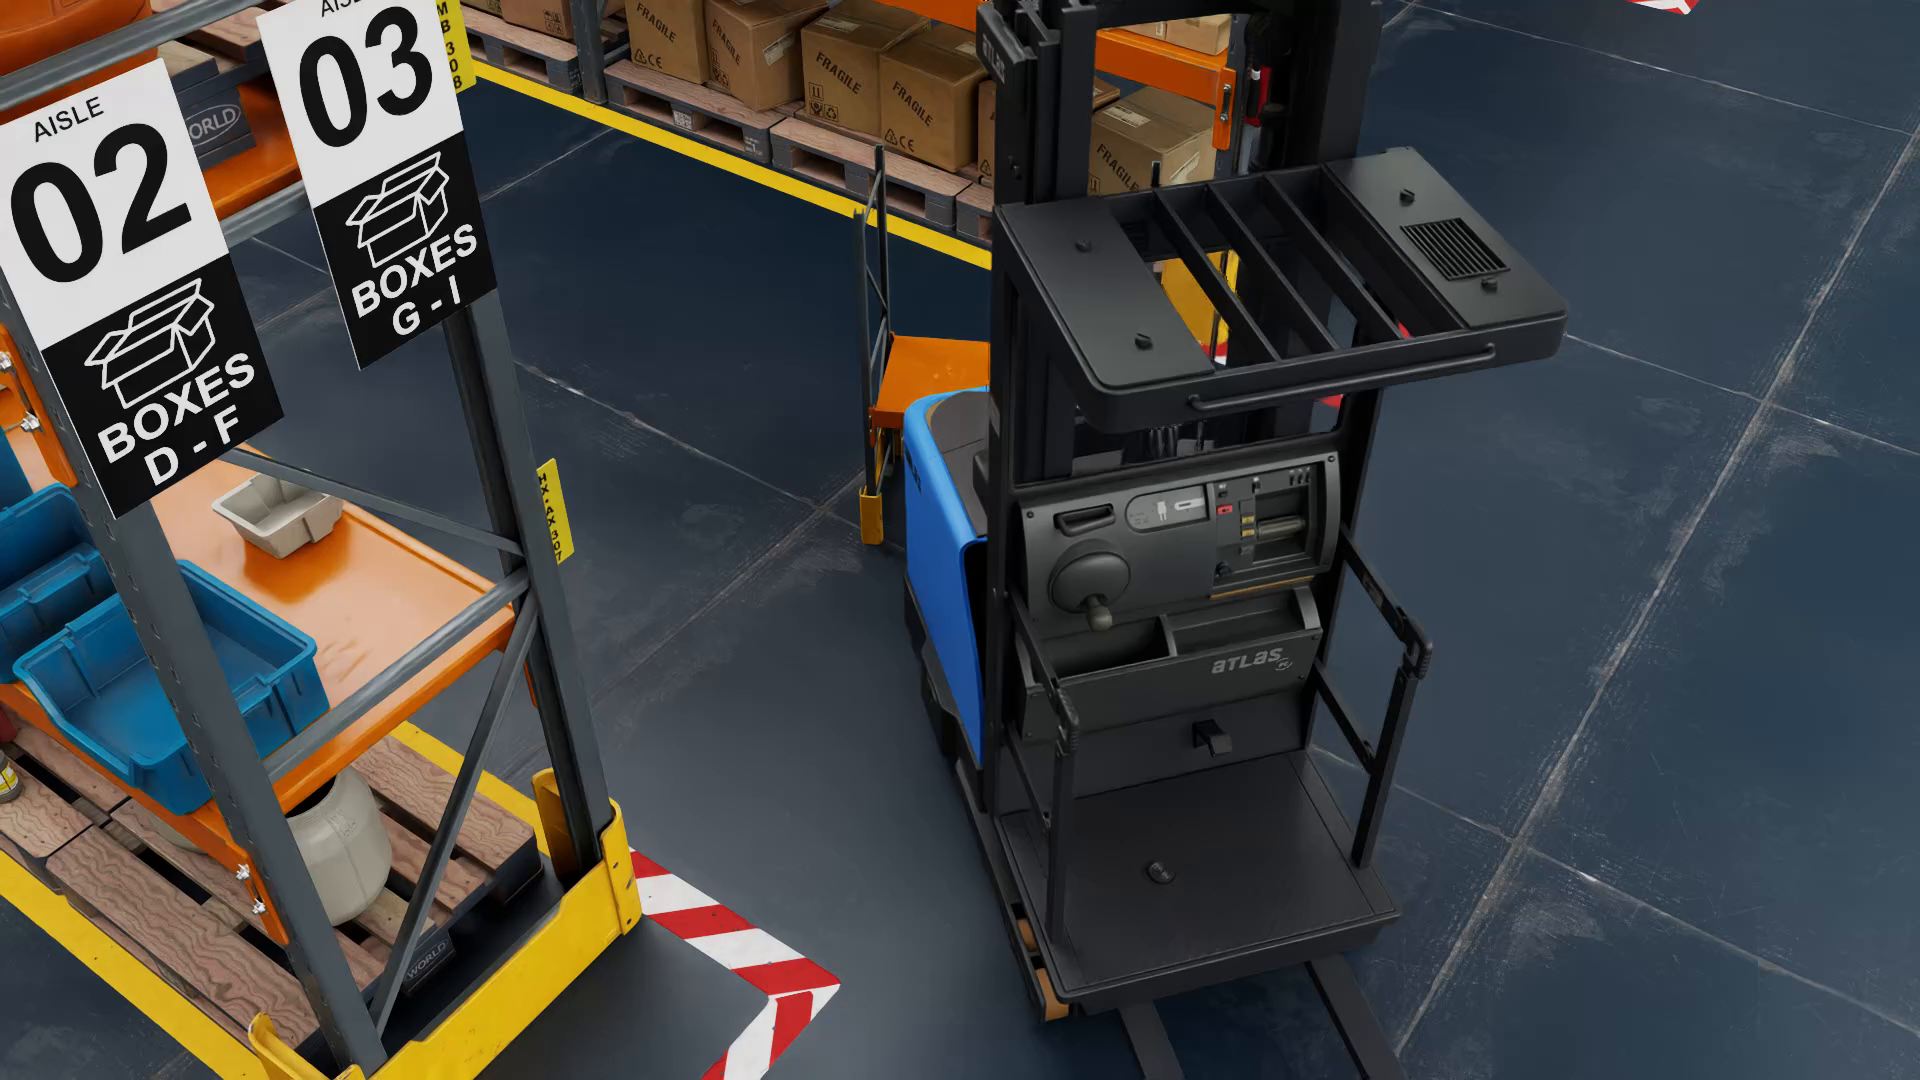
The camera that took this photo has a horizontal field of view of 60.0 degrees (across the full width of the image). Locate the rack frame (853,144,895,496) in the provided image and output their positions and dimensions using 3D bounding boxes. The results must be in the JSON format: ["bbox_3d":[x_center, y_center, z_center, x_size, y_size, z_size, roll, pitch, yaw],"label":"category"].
[{"bbox_3d":[-0.325,-0.736,6.448,0.032,1.500,0.500,5,42,5],"label":"rack frame"}]

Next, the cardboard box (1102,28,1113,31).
[{"bbox_3d":[0.660,-2.432,7.406,0.250,0.149,0.380,25,48,25],"label":"cardboard box"}]

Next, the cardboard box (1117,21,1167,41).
[{"bbox_3d":[0.894,-2.364,7.331,0.250,0.149,0.380,25,48,25],"label":"cardboard box"}]

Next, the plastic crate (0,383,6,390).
[{"bbox_3d":[-3.194,-0.611,5.381,0.437,0.136,0.530,25,48,25],"label":"plastic crate"}]

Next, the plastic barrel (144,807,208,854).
[{"bbox_3d":[-2.387,0.707,5.261,0.421,0.512,0.421,0,42,0],"label":"plastic barrel"}]

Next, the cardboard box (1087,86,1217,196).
[{"bbox_3d":[0.949,-1.838,8.115,0.500,0.500,0.500,-33,51,-31],"label":"cardboard box"}]

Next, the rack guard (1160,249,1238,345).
[{"bbox_3d":[1.388,-1.463,8.010,0.348,0.500,1.175,25,48,25],"label":"rack guard"}]

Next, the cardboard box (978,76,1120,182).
[{"bbox_3d":[0.440,-2.049,8.350,0.500,0.500,0.500,-29,49,-28],"label":"cardboard box"}]

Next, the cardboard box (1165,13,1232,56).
[{"bbox_3d":[1.098,-2.268,7.224,0.250,0.149,0.380,25,48,25],"label":"cardboard box"}]

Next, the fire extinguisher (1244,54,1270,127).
[{"bbox_3d":[1.279,-2.041,6.839,0.183,0.674,0.296,25,48,25],"label":"fire extinguisher"}]

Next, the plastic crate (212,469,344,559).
[{"bbox_3d":[-1.942,-0.081,4.789,0.250,0.136,0.298,25,48,25],"label":"plastic crate"}]

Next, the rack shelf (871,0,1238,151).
[{"bbox_3d":[-0.187,-2.863,8.239,4.000,0.370,1.077,25,48,25],"label":"rack shelf"}]

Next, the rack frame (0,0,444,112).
[{"bbox_3d":[-1.394,-1.897,2.121,0.127,3.000,1.000,25,48,25],"label":"rack frame"}]

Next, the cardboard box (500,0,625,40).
[{"bbox_3d":[-2.315,-3.376,9.818,0.500,0.500,0.700,22,46,22],"label":"cardboard box"}]

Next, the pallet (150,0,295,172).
[{"bbox_3d":[-2.015,-1.079,3.598,1.213,0.211,1.003,25,48,25],"label":"pallet"}]

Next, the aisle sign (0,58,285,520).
[{"bbox_3d":[-1.505,-0.440,3.043,0.004,0.787,0.394,25,48,25],"label":"aisle sign"}]

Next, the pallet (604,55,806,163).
[{"bbox_3d":[-1.254,-2.620,9.519,1.213,0.211,1.003,25,48,25],"label":"pallet"}]

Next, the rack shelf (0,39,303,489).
[{"bbox_3d":[-3.031,-1.277,4.217,4.000,0.370,1.077,25,48,25],"label":"rack shelf"}]

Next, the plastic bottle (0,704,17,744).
[{"bbox_3d":[-3.279,0.554,5.589,0.133,0.283,0.061,25,48,25],"label":"plastic bottle"}]

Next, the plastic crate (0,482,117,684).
[{"bbox_3d":[-2.504,0.114,4.484,0.408,0.251,0.499,25,48,25],"label":"plastic crate"}]

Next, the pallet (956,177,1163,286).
[{"bbox_3d":[0.743,-1.685,8.475,1.213,0.211,1.003,25,48,25],"label":"pallet"}]

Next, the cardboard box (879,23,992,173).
[{"bbox_3d":[-0.062,-2.299,8.629,0.500,0.500,0.500,30,50,29],"label":"cardboard box"}]

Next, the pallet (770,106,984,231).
[{"bbox_3d":[-0.251,-2.153,8.998,1.213,0.211,1.003,25,48,25],"label":"pallet"}]

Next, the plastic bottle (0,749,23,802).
[{"bbox_3d":[-3.149,0.754,5.427,0.097,0.201,0.097,0,42,0],"label":"plastic bottle"}]

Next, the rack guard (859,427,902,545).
[{"bbox_3d":[-0.324,-0.270,6.864,0.087,0.250,0.587,5,42,5],"label":"rack guard"}]

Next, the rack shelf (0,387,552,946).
[{"bbox_3d":[-3.031,-0.159,5.217,4.000,0.370,1.077,25,48,25],"label":"rack shelf"}]

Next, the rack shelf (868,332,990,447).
[{"bbox_3d":[0.180,-0.560,6.521,1.000,0.185,0.538,5,42,5],"label":"rack shelf"}]

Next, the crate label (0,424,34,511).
[{"bbox_3d":[-3.056,-0.231,4.733,0.616,0.435,0.502,25,48,25],"label":"crate label"}]

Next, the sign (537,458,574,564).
[{"bbox_3d":[-1.074,-0.063,4.363,0.005,0.325,0.100,25,48,25],"label":"sign"}]

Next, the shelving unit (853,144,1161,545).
[{"bbox_3d":[0.170,-0.695,6.402,1.083,1.500,0.587,5,42,5],"label":"shelving unit"}]

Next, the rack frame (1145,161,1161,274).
[{"bbox_3d":[0.684,-0.652,6.354,0.032,1.500,0.500,5,42,5],"label":"rack frame"}]

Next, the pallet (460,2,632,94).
[{"bbox_3d":[-2.463,-3.155,10.117,1.213,0.211,1.003,25,48,25],"label":"pallet"}]

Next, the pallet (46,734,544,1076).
[{"bbox_3d":[-2.145,1.061,5.406,1.213,0.211,1.003,25,48,25],"label":"pallet"}]

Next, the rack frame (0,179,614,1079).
[{"bbox_3d":[-1.394,0.339,4.122,0.127,3.000,1.000,25,48,25],"label":"rack frame"}]

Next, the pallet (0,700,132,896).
[{"bbox_3d":[-3.140,0.593,5.929,1.213,0.211,1.003,25,48,25],"label":"pallet"}]

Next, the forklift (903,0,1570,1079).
[{"bbox_3d":[0.679,0.082,4.460,1.130,2.935,3.031,-11,43,-12],"label":"forklift"}]

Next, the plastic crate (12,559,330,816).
[{"bbox_3d":[-1.975,0.366,4.203,0.616,0.251,0.499,25,48,25],"label":"plastic crate"}]

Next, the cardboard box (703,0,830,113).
[{"bbox_3d":[-1.047,-2.732,9.113,0.500,0.500,0.500,-26,48,-26],"label":"cardboard box"}]

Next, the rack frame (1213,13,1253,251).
[{"bbox_3d":[1.450,-2.365,7.144,0.127,3.000,1.000,25,48,25],"label":"rack frame"}]

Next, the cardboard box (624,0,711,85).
[{"bbox_3d":[-1.520,-2.947,9.353,0.500,0.500,0.500,24,47,24],"label":"cardboard box"}]

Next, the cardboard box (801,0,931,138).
[{"bbox_3d":[-0.493,-2.537,8.895,0.500,0.500,0.500,21,46,22],"label":"cardboard box"}]

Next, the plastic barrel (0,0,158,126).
[{"bbox_3d":[-1.864,-1.212,2.969,0.708,0.830,0.600,25,48,25],"label":"plastic barrel"}]

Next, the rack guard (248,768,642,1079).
[{"bbox_3d":[-1.483,1.267,4.959,0.348,0.500,1.175,25,48,25],"label":"rack guard"}]

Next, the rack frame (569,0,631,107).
[{"bbox_3d":[-1.825,-3.897,8.855,0.127,3.000,1.000,25,48,25],"label":"rack frame"}]

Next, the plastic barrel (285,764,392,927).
[{"bbox_3d":[-1.976,0.899,5.046,0.421,0.512,0.421,0,42,0],"label":"plastic barrel"}]

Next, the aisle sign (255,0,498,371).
[{"bbox_3d":[-1.167,-0.762,3.403,0.004,0.787,0.394,25,48,25],"label":"aisle sign"}]

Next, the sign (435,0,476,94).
[{"bbox_3d":[-1.074,-1.081,3.452,0.005,0.325,0.100,25,48,25],"label":"sign"}]

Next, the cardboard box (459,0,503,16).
[{"bbox_3d":[-2.695,-3.569,10.034,0.500,0.500,0.700,25,47,25],"label":"cardboard box"}]
